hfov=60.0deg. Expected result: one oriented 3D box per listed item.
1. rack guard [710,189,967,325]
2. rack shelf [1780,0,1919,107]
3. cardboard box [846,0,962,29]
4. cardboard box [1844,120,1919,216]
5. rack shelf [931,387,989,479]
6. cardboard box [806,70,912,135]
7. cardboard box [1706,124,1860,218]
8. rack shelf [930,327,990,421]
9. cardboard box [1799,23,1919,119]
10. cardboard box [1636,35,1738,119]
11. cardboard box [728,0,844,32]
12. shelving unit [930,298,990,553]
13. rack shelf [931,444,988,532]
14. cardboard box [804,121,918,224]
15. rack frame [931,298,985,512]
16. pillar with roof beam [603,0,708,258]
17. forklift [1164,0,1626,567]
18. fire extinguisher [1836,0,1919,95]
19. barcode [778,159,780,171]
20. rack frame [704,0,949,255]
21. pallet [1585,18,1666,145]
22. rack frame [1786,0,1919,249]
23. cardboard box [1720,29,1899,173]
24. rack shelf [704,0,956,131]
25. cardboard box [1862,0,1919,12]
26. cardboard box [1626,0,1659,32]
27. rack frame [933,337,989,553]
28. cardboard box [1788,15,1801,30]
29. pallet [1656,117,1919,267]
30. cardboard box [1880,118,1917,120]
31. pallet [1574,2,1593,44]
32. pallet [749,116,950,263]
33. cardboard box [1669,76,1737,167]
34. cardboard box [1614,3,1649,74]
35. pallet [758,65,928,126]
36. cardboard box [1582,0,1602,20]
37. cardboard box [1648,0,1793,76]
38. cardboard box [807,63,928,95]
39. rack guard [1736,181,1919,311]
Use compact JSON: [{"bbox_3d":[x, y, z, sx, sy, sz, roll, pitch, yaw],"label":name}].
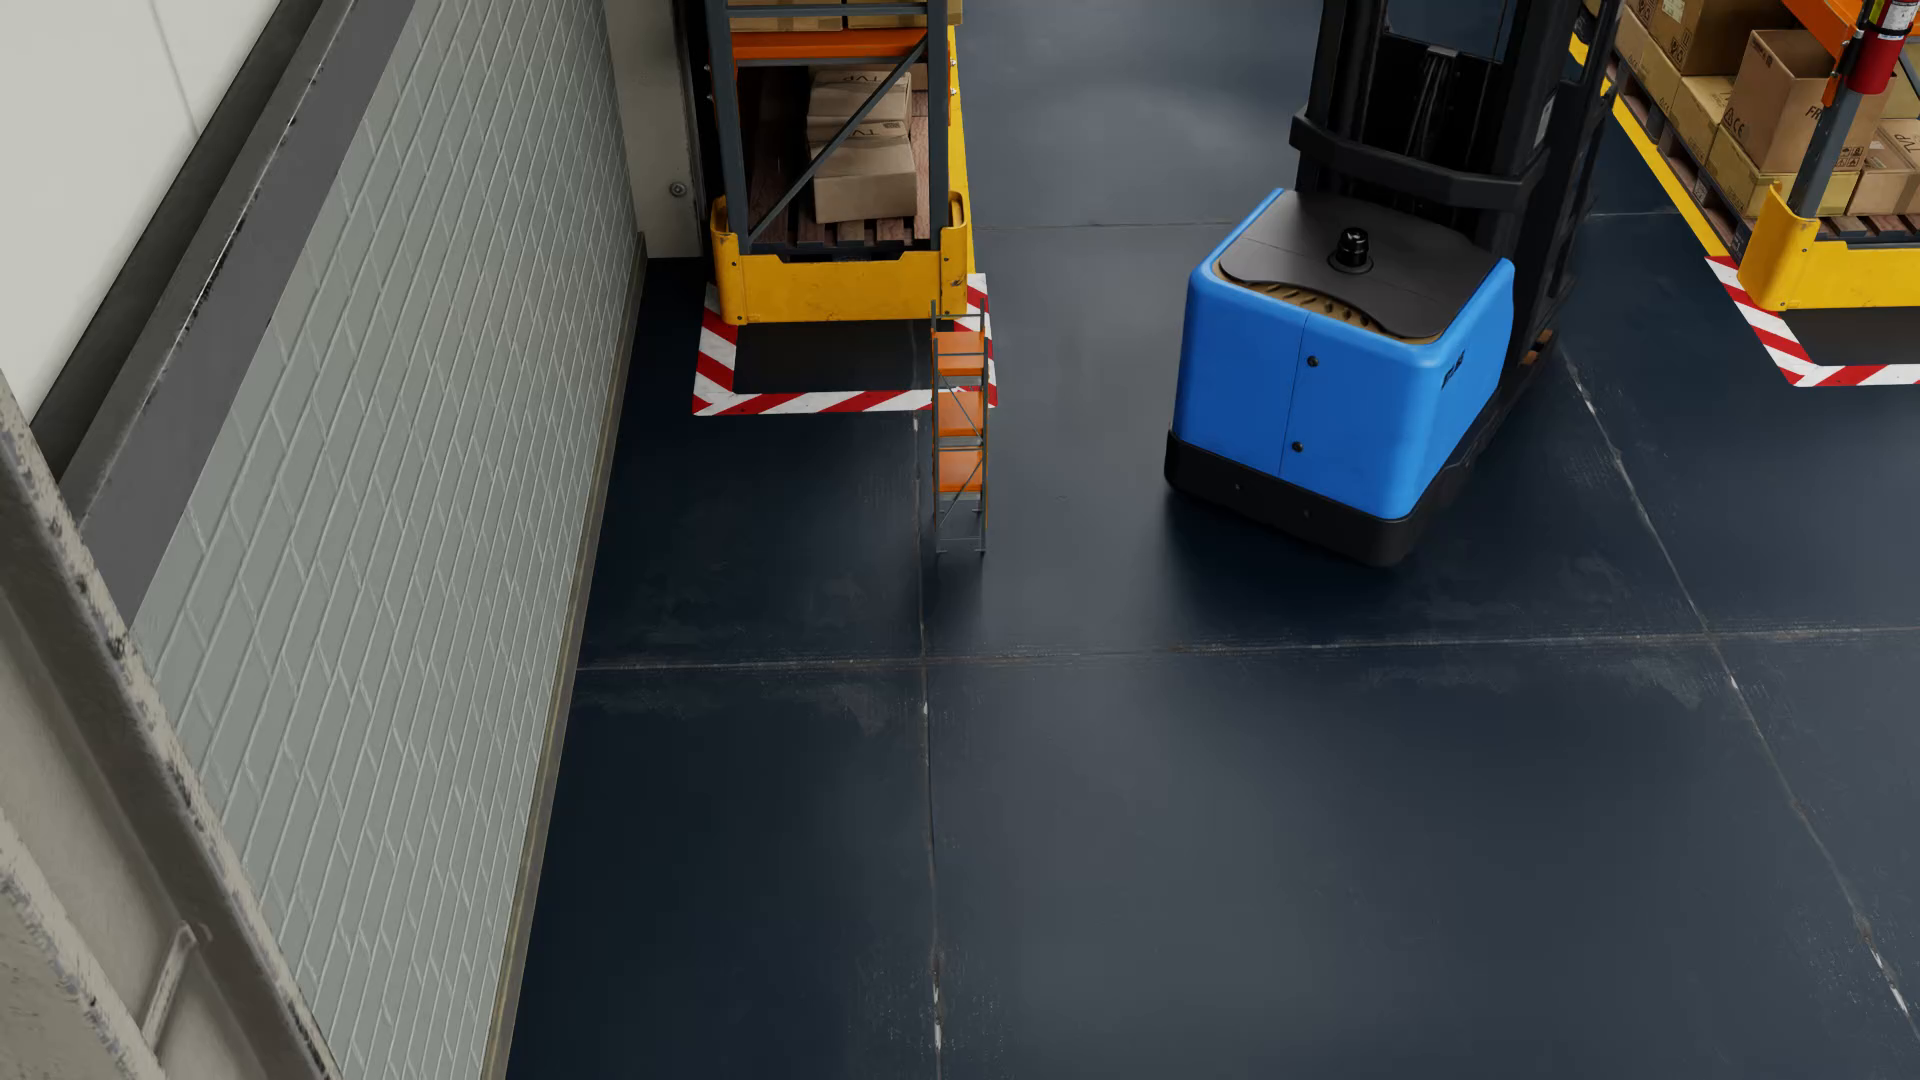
[{"bbox_3d":[-0.557,-1.332,7.833,1.175,0.500,0.348,-2,43,-2],"label":"rack guard"},{"bbox_3d":[4.311,-3.432,8.806,1.077,0.370,4.000,-2,43,-2],"label":"rack shelf"},{"bbox_3d":[-0.257,-2.493,7.346,0.500,0.250,0.500,-3,43,-3],"label":"cardboard box"},{"bbox_3d":[4.595,-1.856,8.279,0.500,0.250,0.500,-2,43,-2],"label":"cardboard box"},{"bbox_3d":[-0.002,-0.415,6.442,0.215,0.259,0.240,-2,43,-2],"label":"rack shelf"},{"bbox_3d":[-0.517,-2.228,8.625,0.500,0.311,0.500,2,43,2],"label":"cardboard box"},{"bbox_3d":[4.078,-1.842,8.263,0.500,0.250,0.500,-2,43,-2],"label":"cardboard box"},{"bbox_3d":[-0.002,-0.625,6.250,0.215,0.259,0.240,-2,43,-2],"label":"rack shelf"},{"bbox_3d":[4.572,-2.470,8.394,0.500,0.500,0.500,-2,43,-2],"label":"cardboard box"},{"bbox_3d":[4.022,-2.516,8.999,0.500,0.250,0.500,-2,43,-2],"label":"cardboard box"},{"bbox_3d":[-0.767,-2.464,7.315,0.500,0.250,0.500,-1,43,-1],"label":"cardboard box"},{"bbox_3d":[-0.002,-0.423,6.435,0.215,1.050,0.252,-2,43,-2],"label":"shelving unit"},{"bbox_3d":[-0.002,-0.210,6.630,0.215,0.259,0.240,-2,43,-2],"label":"rack shelf"},{"bbox_3d":[-0.493,-1.843,8.205,0.500,0.311,0.500,-6,43,-7],"label":"cardboard box"},{"bbox_3d":[-0.007,-0.506,6.525,0.200,1.050,0.008,-2,43,-2],"label":"rack frame"},{"bbox_3d":[2.854,-4.985,5.529,9.100,9.000,0.400,-2,43,-2],"label":"pillar with roof beam"},{"bbox_3d":[2.083,-1.941,6.698,1.130,2.935,3.031,24,48,24],"label":"forklift"},{"bbox_3d":[3.937,-2.225,7.015,0.296,0.674,0.183,-2,43,-2],"label":"fire extinguisher"},{"bbox_3d":[-0.893,-1.847,8.203,0.001,0.075,0.075,-2,43,-2],"label":"barcode"},{"bbox_3d":[-0.553,-2.202,6.933,1.000,3.000,0.127,-2,43,-2],"label":"rack frame"},{"bbox_3d":[4.273,-2.656,9.491,1.003,0.211,1.213,-2,43,-2],"label":"pallet"},{"bbox_3d":[4.396,-2.347,7.090,1.000,3.000,0.127,-2,43,-2],"label":"rack frame"},{"bbox_3d":[4.076,-2.118,8.010,0.500,0.500,0.500,-2,43,-2],"label":"cardboard box"},{"bbox_3d":[-0.638,-3.287,8.649,1.077,0.370,4.000,-2,43,-2],"label":"rack shelf"},{"bbox_3d":[4.389,-2.699,7.401,0.700,0.500,0.500,-2,43,-2],"label":"cardboard box"},{"bbox_3d":[3.999,-3.130,9.114,0.500,0.500,0.500,-2,43,-2],"label":"cardboard box"},{"bbox_3d":[0.003,-0.341,6.345,0.200,1.050,0.008,-2,43,-2],"label":"rack frame"},{"bbox_3d":[4.538,-2.807,8.762,0.500,0.500,0.500,-2,43,-2],"label":"cardboard box"},{"bbox_3d":[4.321,-1.834,8.594,1.003,0.211,1.213,-2,43,-2],"label":"pallet"},{"bbox_3d":[4.570,-2.194,8.648,0.500,0.250,0.500,-2,43,-2],"label":"cardboard box"},{"bbox_3d":[4.218,-3.481,10.392,1.003,0.211,1.213,-2,43,-2],"label":"pallet"},{"bbox_3d":[-0.556,-1.775,8.530,1.003,0.211,1.213,-2,43,-2],"label":"pallet"},{"bbox_3d":[4.045,-2.179,8.631,0.500,0.250,0.500,-2,43,-2],"label":"cardboard box"},{"bbox_3d":[4.002,-2.854,9.368,0.500,0.250,0.500,-2,43,-2],"label":"cardboard box"},{"bbox_3d":[-0.605,-2.597,9.427,1.003,0.211,1.213,-2,43,-2],"label":"pallet"},{"bbox_3d":[3.975,-3.191,9.736,0.500,0.250,0.500,-2,43,-2],"label":"cardboard box"},{"bbox_3d":[4.019,-2.793,8.746,0.500,0.500,0.500,-2,43,-2],"label":"cardboard box"},{"bbox_3d":[-0.498,-2.794,9.103,0.700,0.500,0.500,-4,43,-4],"label":"cardboard box"},{"bbox_3d":[4.397,-1.409,7.917,1.175,0.500,0.348,-2,43,-2],"label":"rack guard"}]
